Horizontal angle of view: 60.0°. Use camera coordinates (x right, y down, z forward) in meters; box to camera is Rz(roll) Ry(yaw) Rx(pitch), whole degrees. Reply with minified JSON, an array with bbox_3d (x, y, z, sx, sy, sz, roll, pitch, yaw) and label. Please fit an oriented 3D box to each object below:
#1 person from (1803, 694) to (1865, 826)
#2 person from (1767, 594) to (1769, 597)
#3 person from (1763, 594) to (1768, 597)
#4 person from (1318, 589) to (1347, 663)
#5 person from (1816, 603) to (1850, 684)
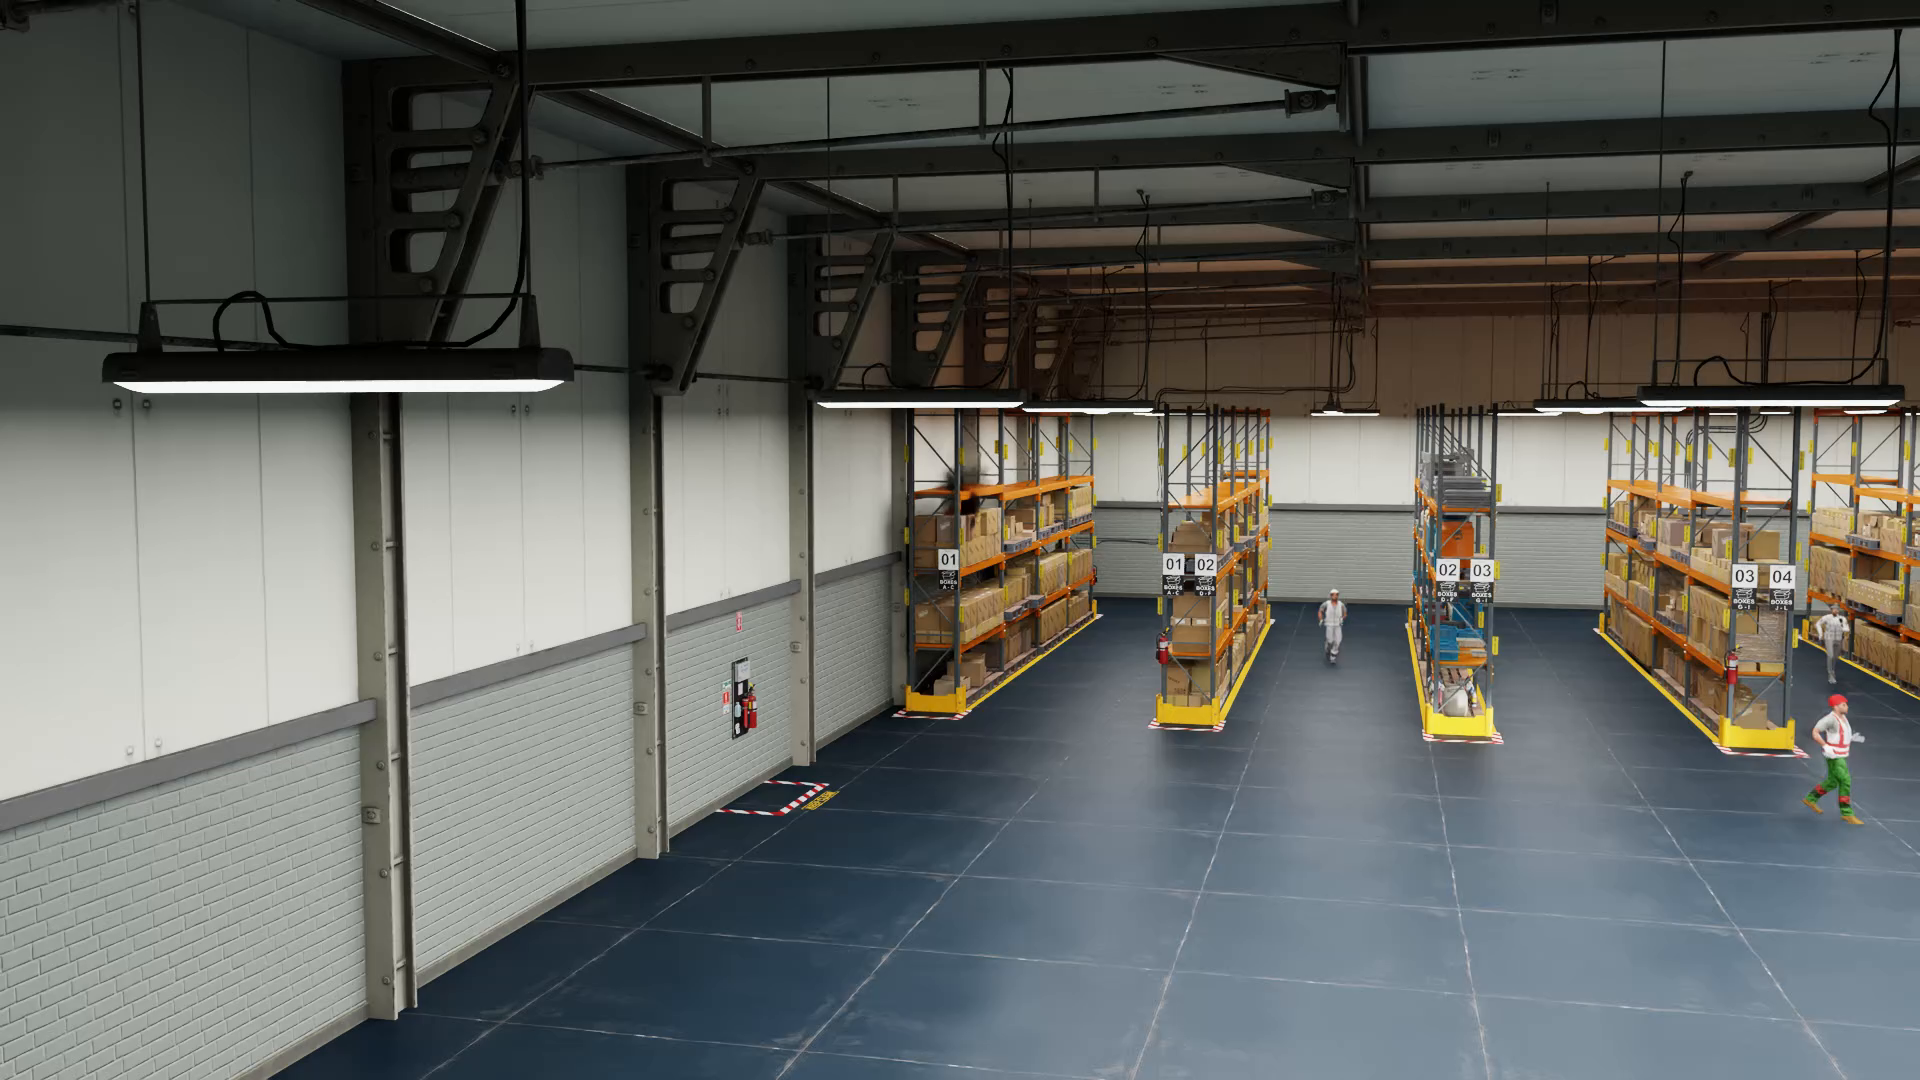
[{"bbox_3d":[12.458,3.094,23.674,0.857,1.805,0.649,4,6,44],"label":"person"},{"bbox_3d":[21.563,1.742,44.432,0.687,1.553,0.709,-1,4,-14],"label":"person"},{"bbox_3d":[20.707,1.759,43.388,0.514,1.629,0.634,-3,5,-39],"label":"person"},{"bbox_3d":[8.729,2.025,38.836,0.656,1.739,0.587,0,4,2],"label":"person"},{"bbox_3d":[19.070,2.219,36.314,0.593,1.727,0.854,1,4,11],"label":"person"}]
